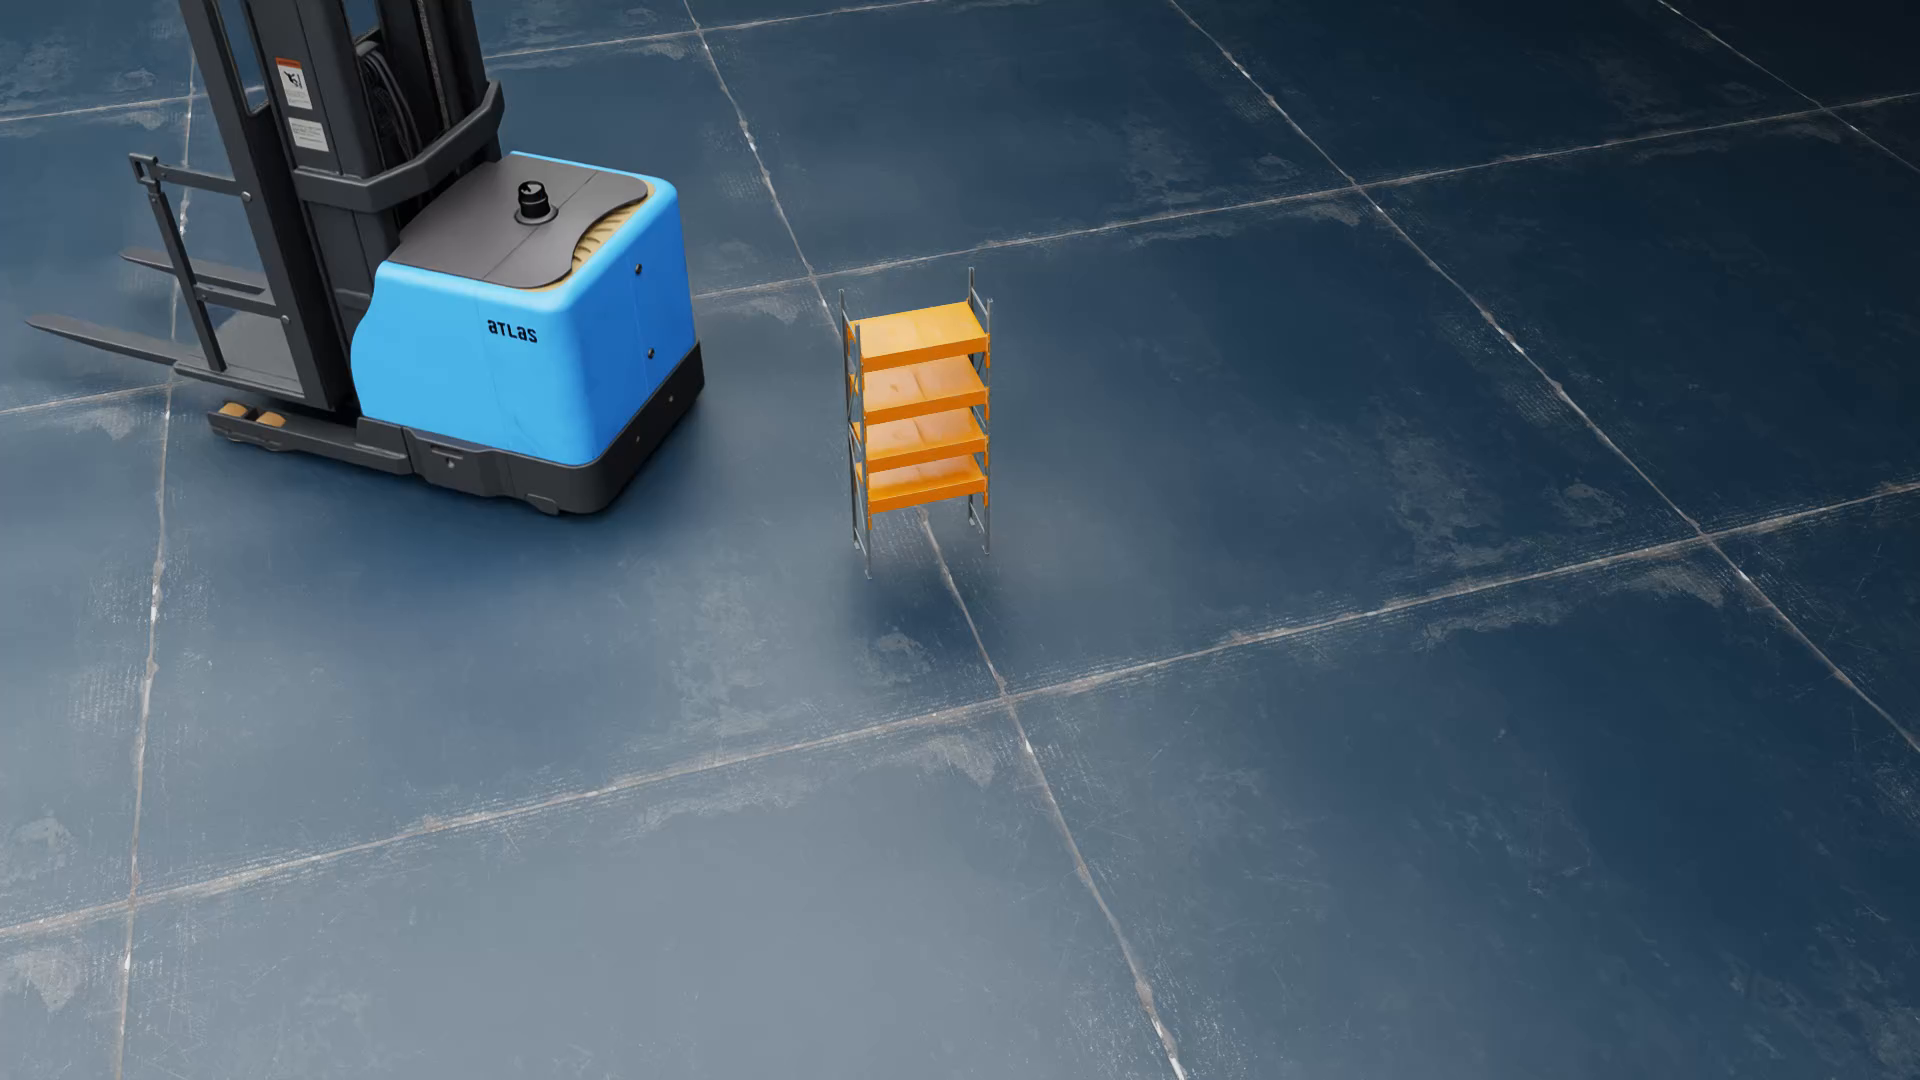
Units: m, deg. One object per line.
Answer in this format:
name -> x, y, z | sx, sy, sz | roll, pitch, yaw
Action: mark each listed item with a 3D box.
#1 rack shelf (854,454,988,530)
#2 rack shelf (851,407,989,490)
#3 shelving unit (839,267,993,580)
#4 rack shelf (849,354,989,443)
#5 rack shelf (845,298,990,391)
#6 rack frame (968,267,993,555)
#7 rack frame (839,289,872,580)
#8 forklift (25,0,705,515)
rack shelf -> -0.158, -0.219, 6.493 | 0.480, 0.148, 0.258 | -12, 42, -13
rack shelf -> -0.158, -0.368, 6.362 | 0.480, 0.148, 0.258 | -12, 42, -13
shelving unit -> -0.158, -0.419, 6.318 | 0.503, 1.200, 0.258 | -12, 42, -13
rack shelf -> -0.158, -0.537, 6.215 | 0.480, 0.148, 0.258 | -12, 42, -13
rack shelf -> -0.158, -0.715, 6.059 | 0.480, 0.148, 0.258 | -12, 42, -13
rack frame -> 0.075, -0.467, 6.373 | 0.015, 1.200, 0.240 | -12, 42, -13
rack frame -> -0.391, -0.371, 6.263 | 0.015, 1.200, 0.240 | -12, 42, -13
forklift -> -2.715, -1.800, 6.583 | 3.031, 2.935, 1.130 | 13, 43, 15
